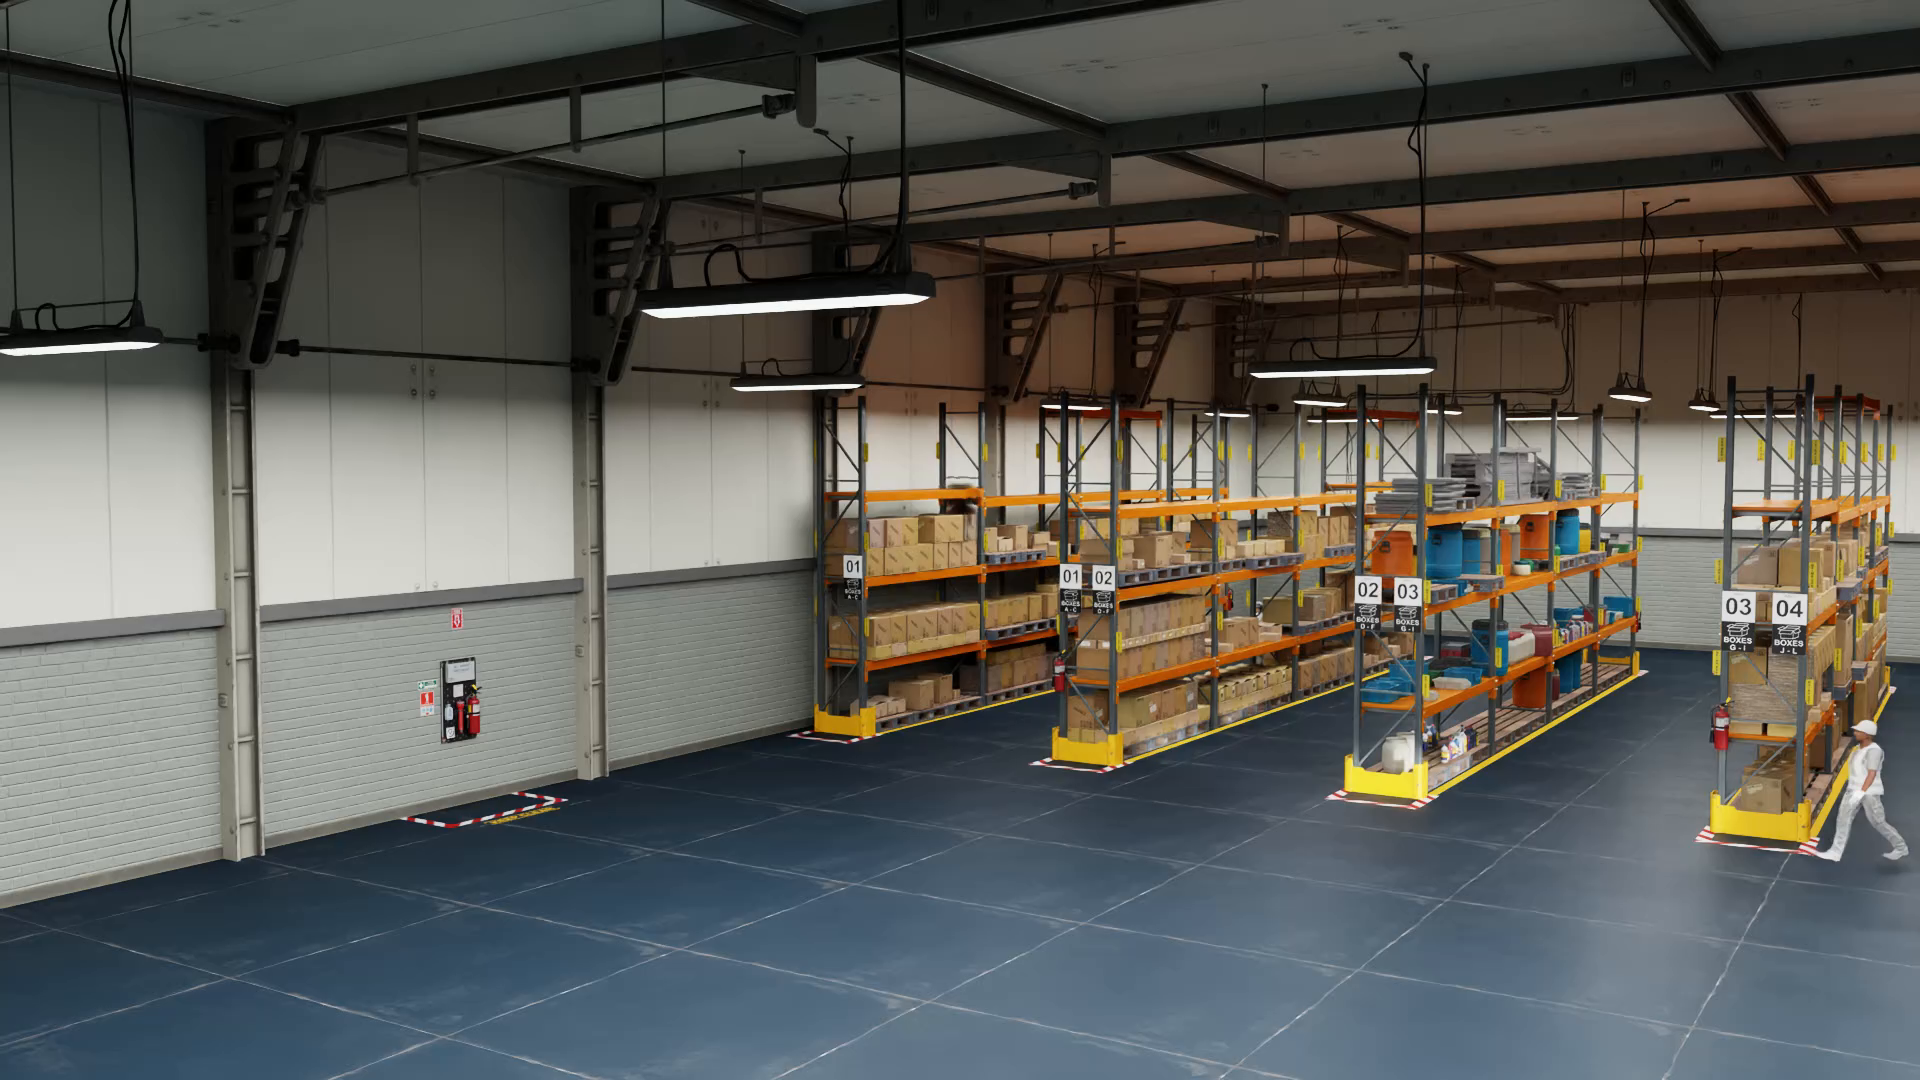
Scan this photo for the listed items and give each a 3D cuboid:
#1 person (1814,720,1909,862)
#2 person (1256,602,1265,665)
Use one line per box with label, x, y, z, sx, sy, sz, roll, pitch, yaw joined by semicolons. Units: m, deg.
person;10.992;3.062;20.208;1.048;1.754;0.523;0;3;-5
person;6.644;2.207;37.082;0.386;1.683;0.503;1;3;21
